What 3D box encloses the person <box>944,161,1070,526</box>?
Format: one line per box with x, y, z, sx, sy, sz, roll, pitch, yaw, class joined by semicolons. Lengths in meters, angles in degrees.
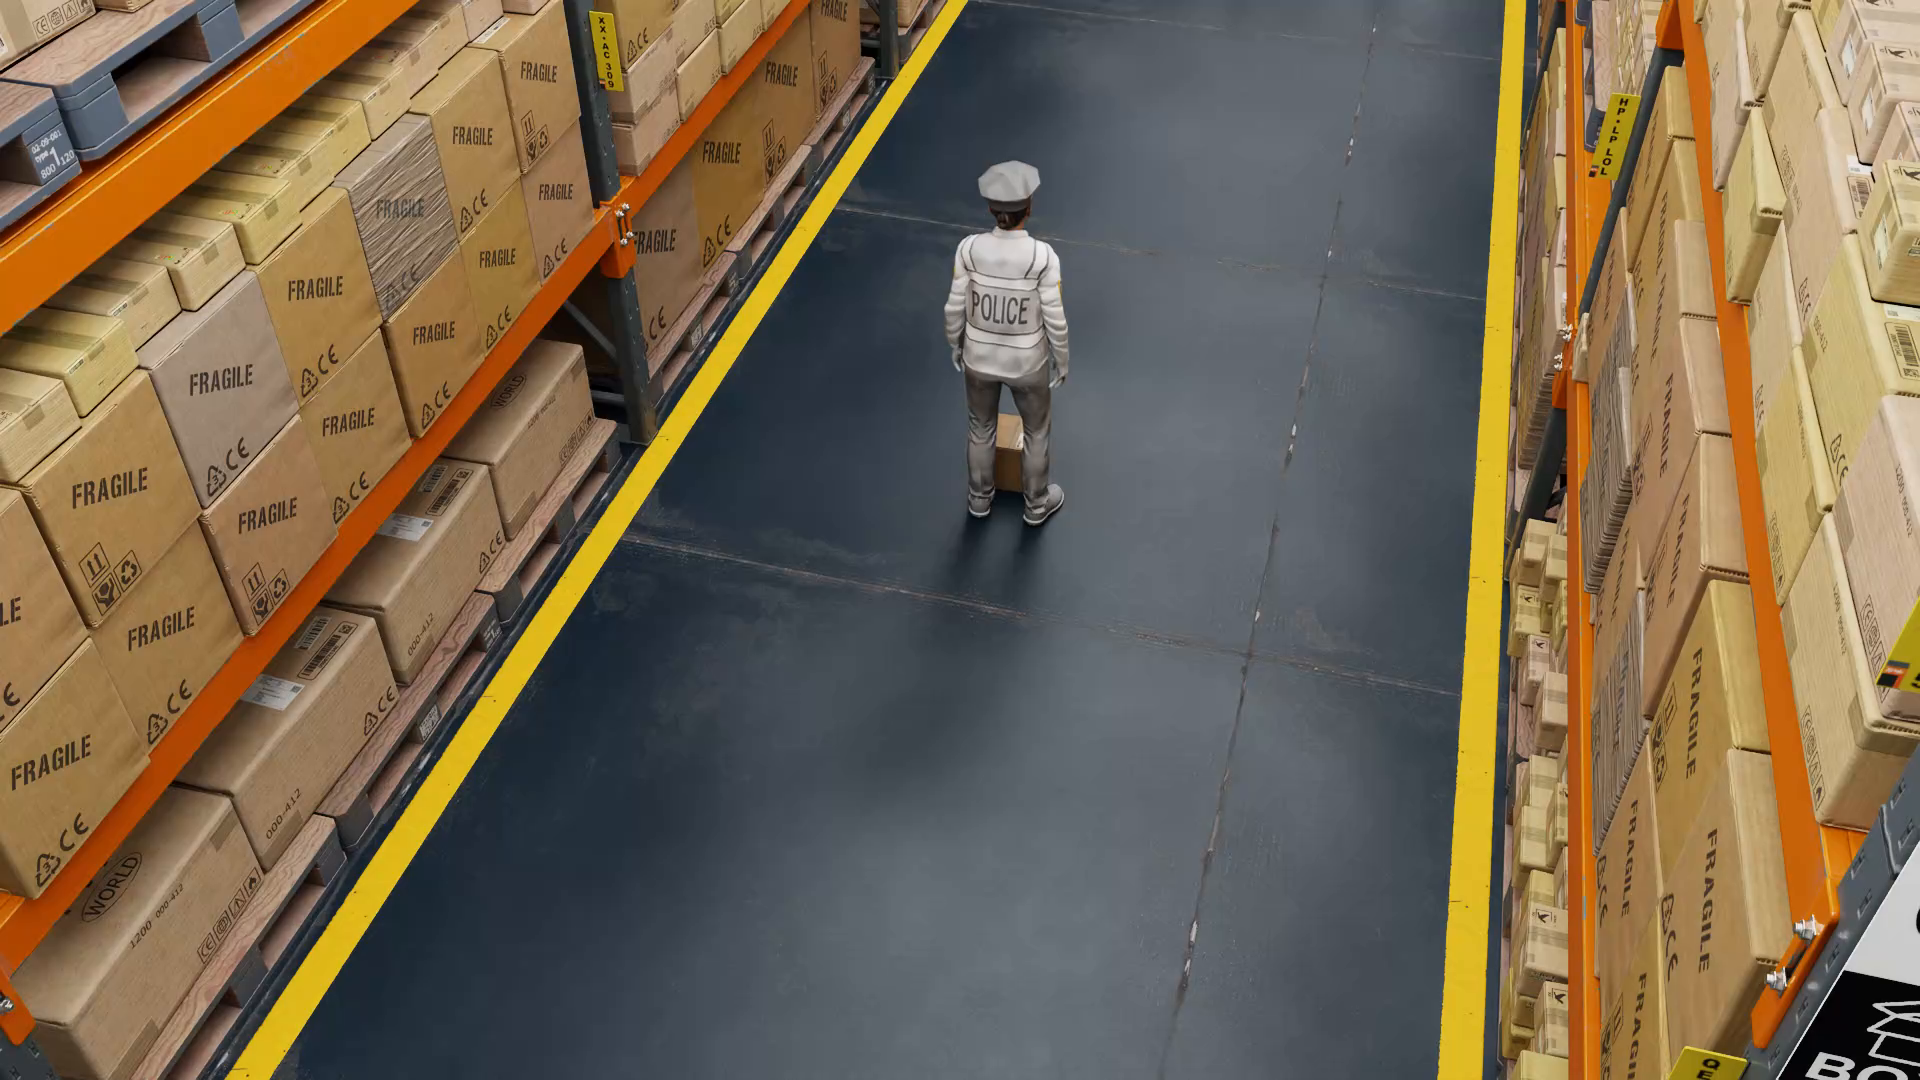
0.201;-0.775;7.038;0.530;1.663;0.372;10;42;11;person
